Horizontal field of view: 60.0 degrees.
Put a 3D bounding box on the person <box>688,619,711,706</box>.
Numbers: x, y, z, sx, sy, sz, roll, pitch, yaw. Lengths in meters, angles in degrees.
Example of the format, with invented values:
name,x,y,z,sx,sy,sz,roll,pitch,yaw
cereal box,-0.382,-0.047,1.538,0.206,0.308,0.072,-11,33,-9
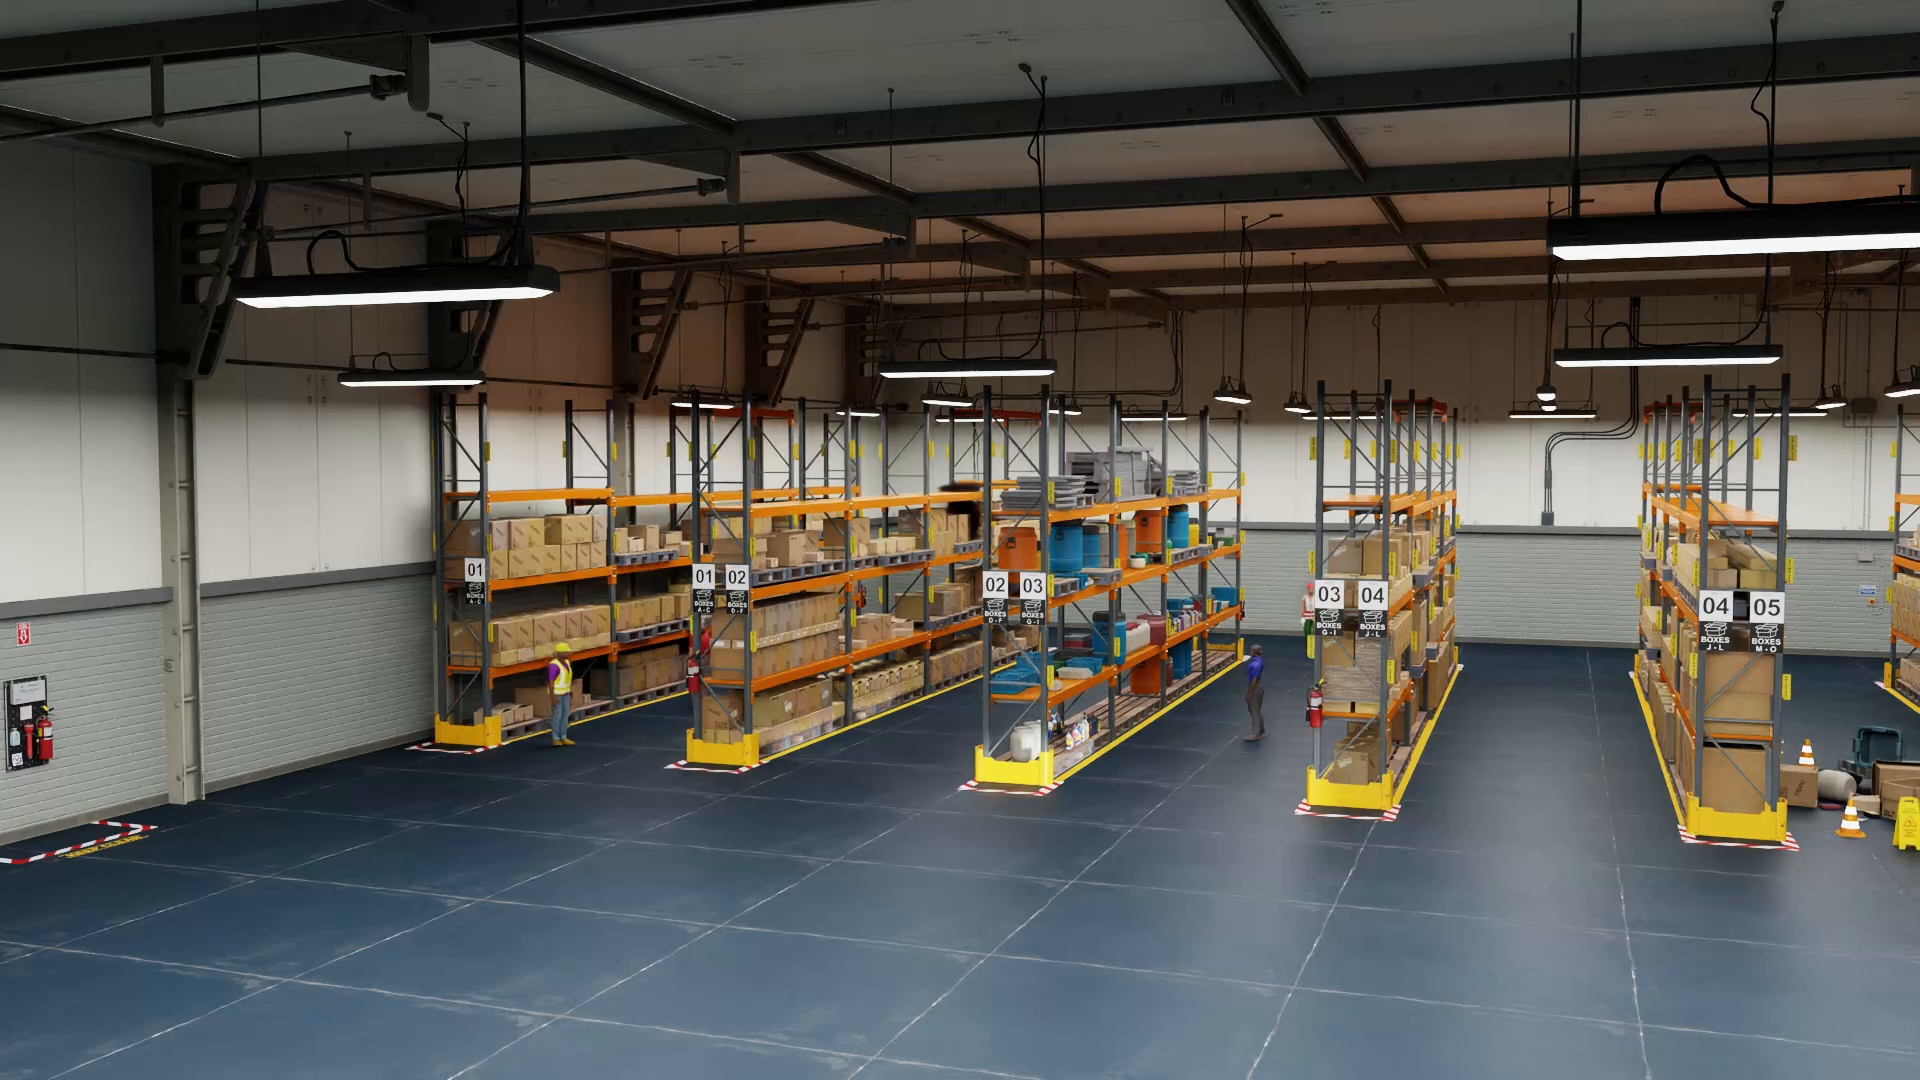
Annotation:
name,x,y,z,sx,sy,sz,roll,pitch,yaw
person,-5.077,2.403,32.642,0.367,1.735,0.645,2,3,28

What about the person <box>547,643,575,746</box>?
name,x,y,z,sx,sy,sz,roll,pitch,yaw
person,-6.774,2.618,28.226,0.433,1.762,0.603,1,3,18

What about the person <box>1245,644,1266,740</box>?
name,x,y,z,sx,sy,sz,roll,pitch,yaw
person,5.151,2.655,28.964,0.381,1.688,0.561,0,3,7

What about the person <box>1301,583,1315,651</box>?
name,x,y,z,sx,sy,sz,roll,pitch,yaw
person,8.612,1.954,40.506,0.624,1.802,0.439,1,3,17
